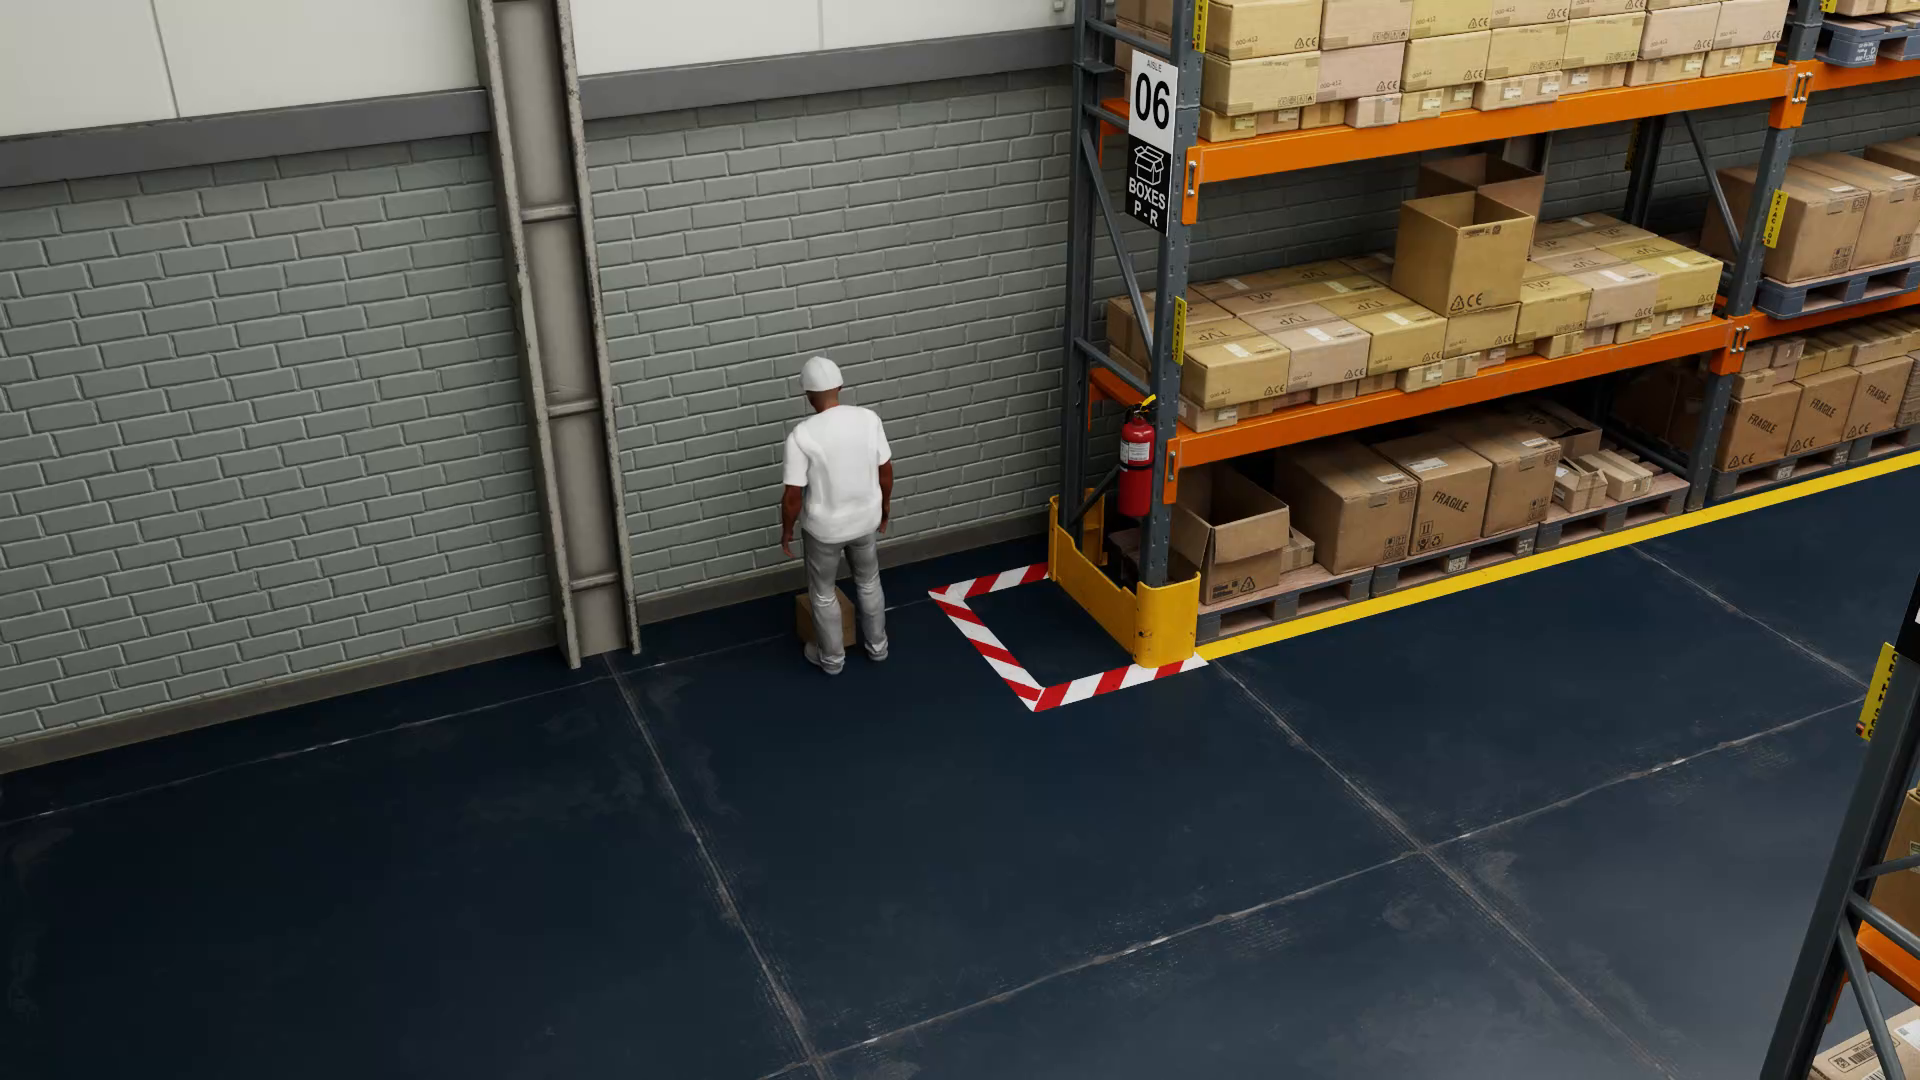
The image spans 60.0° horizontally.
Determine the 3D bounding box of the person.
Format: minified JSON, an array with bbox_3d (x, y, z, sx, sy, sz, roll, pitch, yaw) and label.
[{"bbox_3d":[-0.642,-0.117,8.644,0.634,1.760,0.458,-15,33,-25],"label":"person"}]
